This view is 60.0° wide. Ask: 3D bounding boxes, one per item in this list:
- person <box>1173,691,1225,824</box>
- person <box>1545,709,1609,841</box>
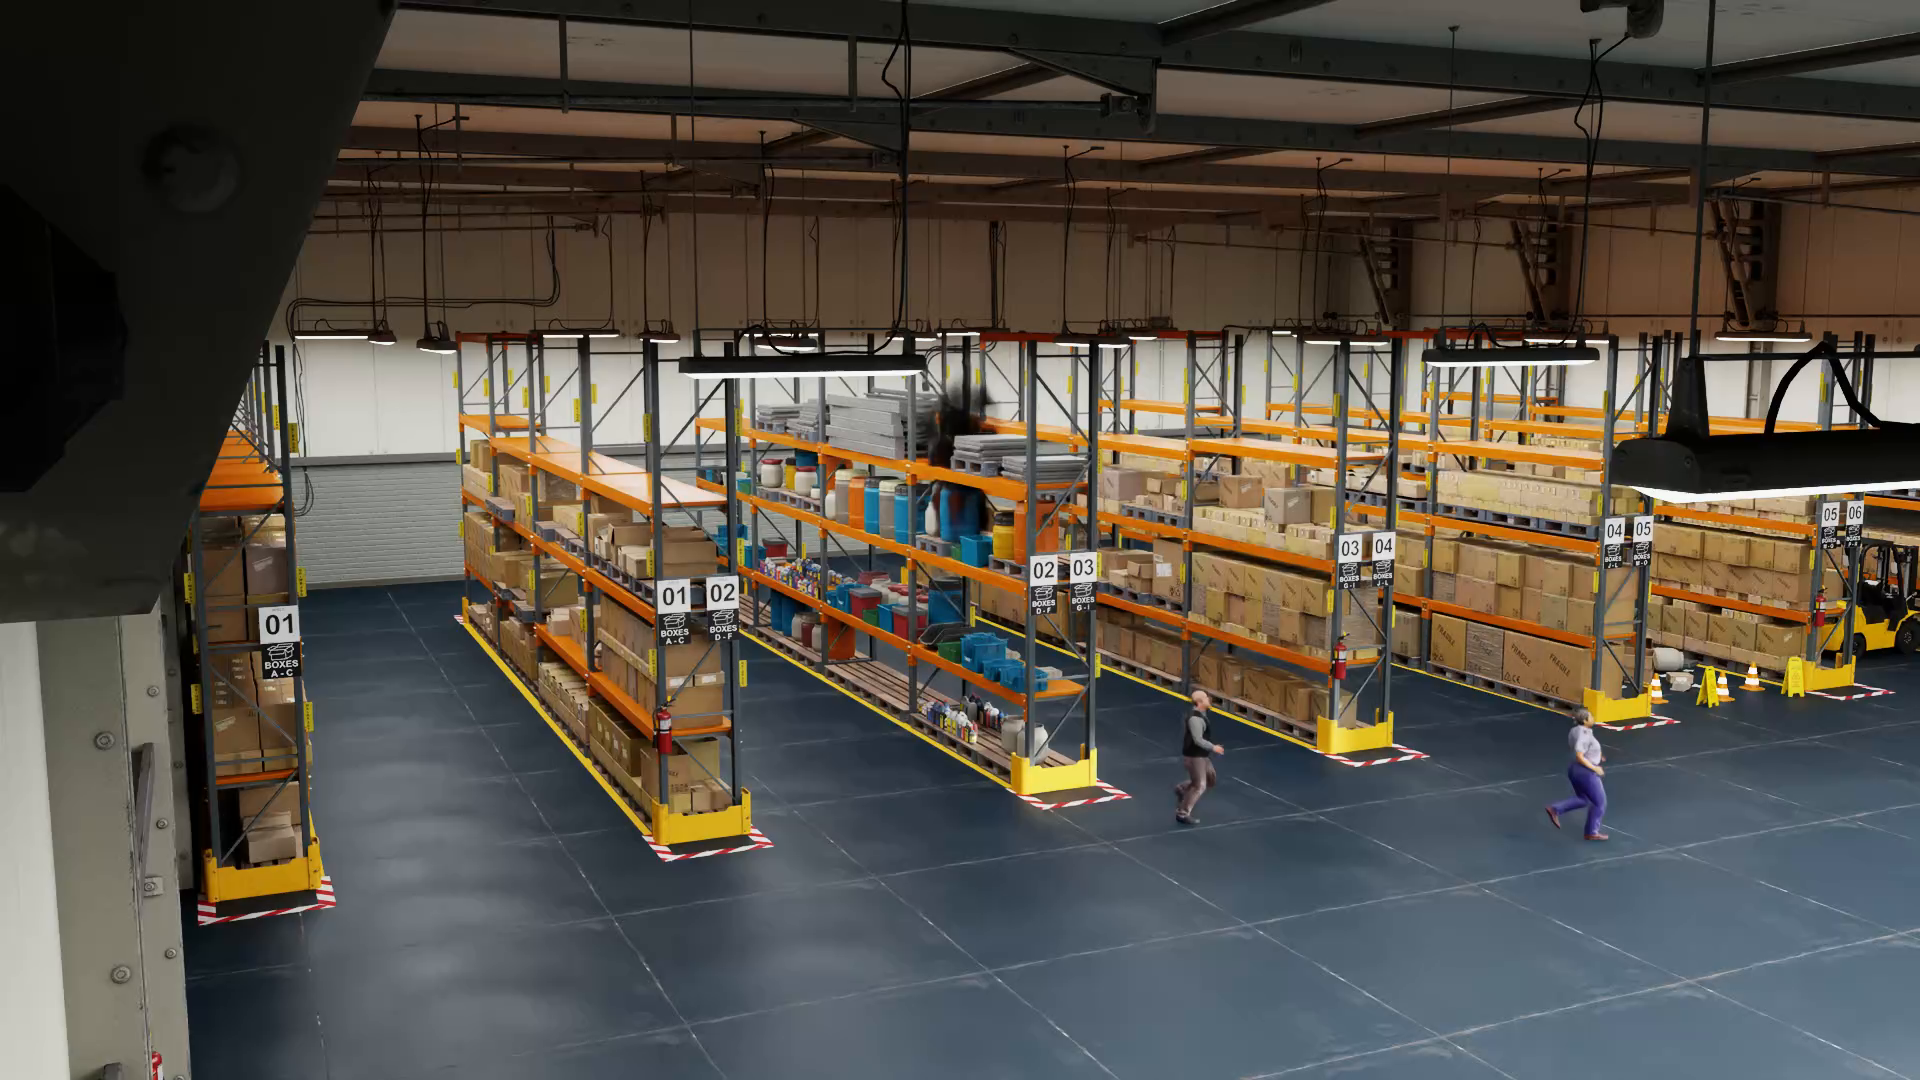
[{"bbox_3d":[3.001,2.706,20.869,0.632,1.686,0.689,1,8,7],"label":"person"},{"bbox_3d":[7.519,2.834,20.145,0.727,1.602,0.615,1,8,5],"label":"person"}]
